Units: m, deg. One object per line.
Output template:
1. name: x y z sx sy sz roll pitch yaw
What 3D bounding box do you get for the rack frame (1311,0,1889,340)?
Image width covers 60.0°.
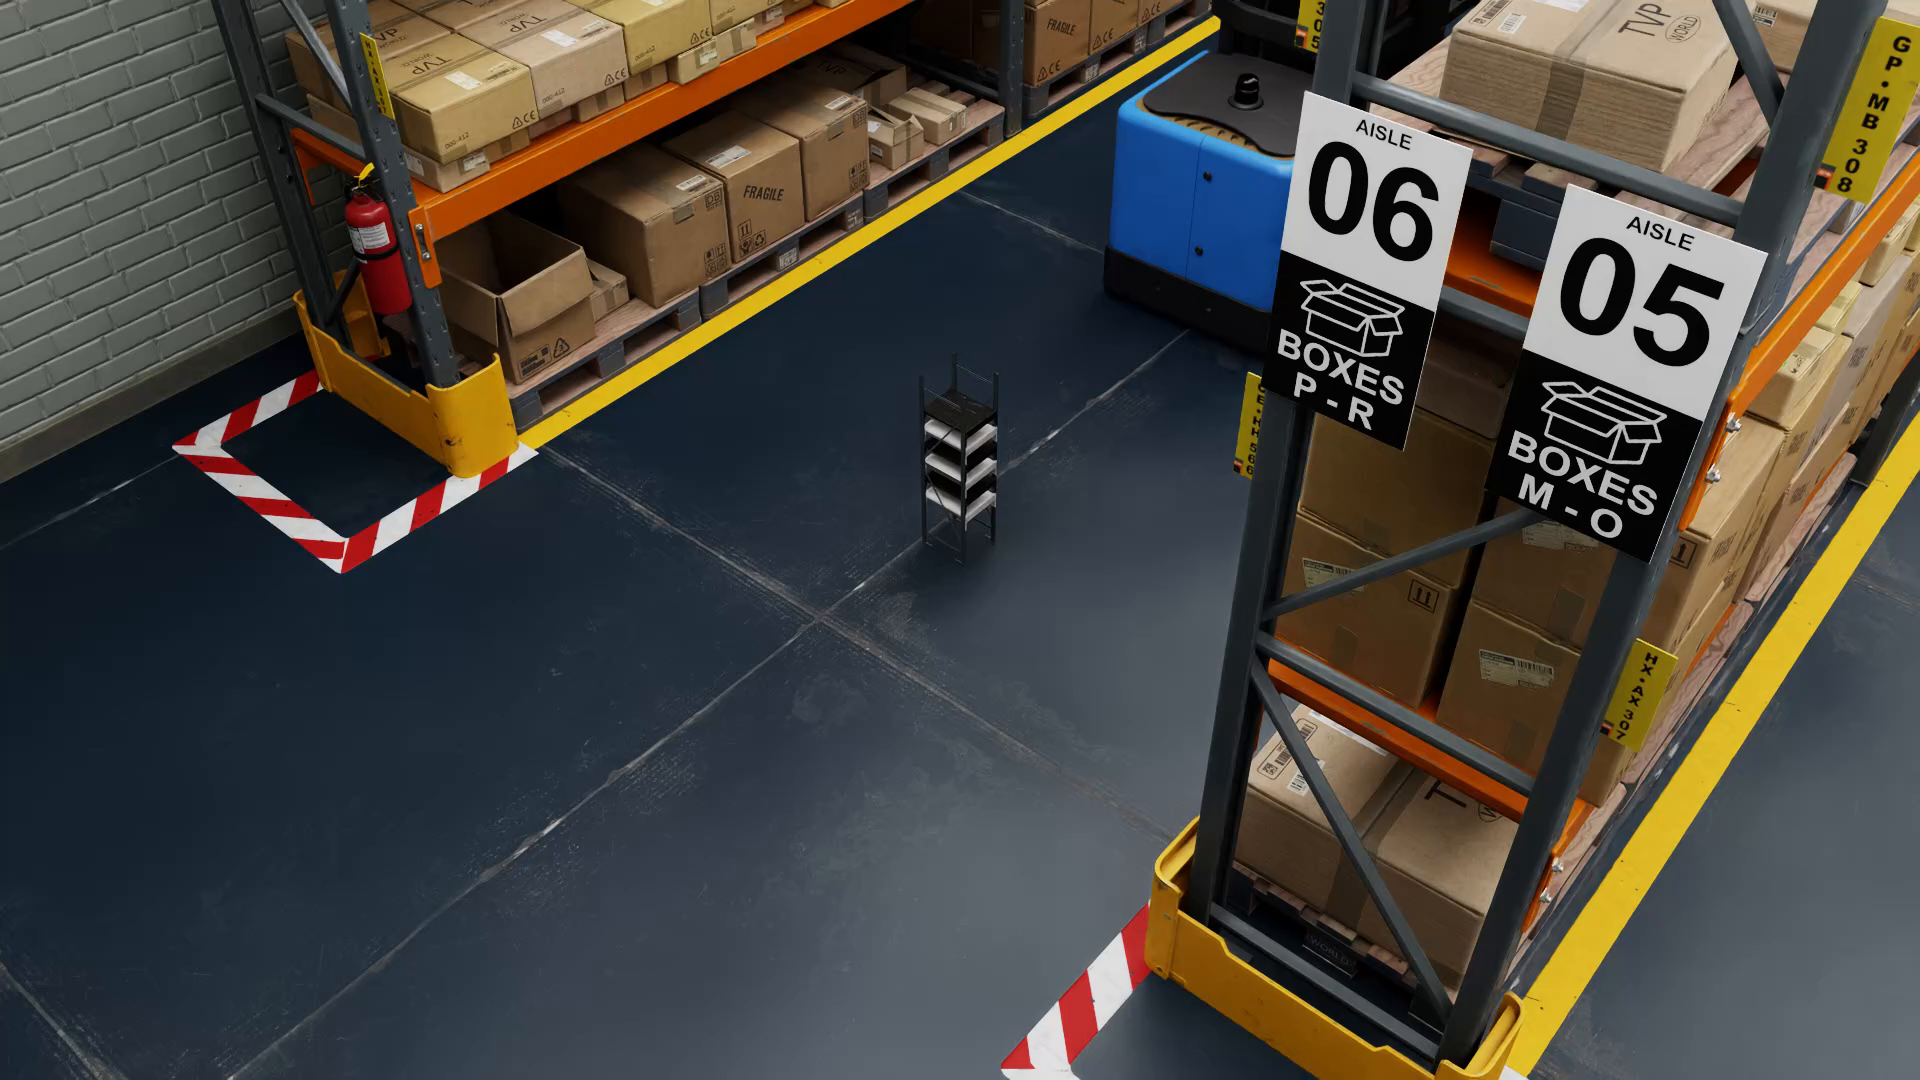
1. rack frame: 1.173 -1.745 2.481 1.000 3.000 0.127 29 50 28

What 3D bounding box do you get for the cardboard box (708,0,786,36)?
1. cardboard box: -1.169 -2.639 7.813 0.500 0.250 0.500 28 49 27

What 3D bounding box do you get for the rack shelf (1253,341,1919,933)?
1. rack shelf: 2.460 -0.289 5.873 1.077 0.370 4.000 29 50 28

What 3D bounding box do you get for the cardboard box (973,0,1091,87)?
1. cardboard box: 0.429 -3.115 9.992 0.500 0.500 0.500 32 51 30

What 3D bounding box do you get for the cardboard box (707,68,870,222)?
1. cardboard box: -0.914 -2.135 8.914 0.700 0.500 0.500 28 49 27

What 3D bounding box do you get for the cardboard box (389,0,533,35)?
1. cardboard box: -2.203 -2.344 7.489 0.500 0.250 0.500 30 50 29

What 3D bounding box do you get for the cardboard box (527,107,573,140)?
1. cardboard box: -1.936 -1.932 7.332 0.380 0.149 0.250 29 50 28

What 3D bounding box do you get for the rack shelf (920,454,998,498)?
1. rack shelf: -0.005 -0.304 6.965 0.258 0.077 0.200 29 50 28

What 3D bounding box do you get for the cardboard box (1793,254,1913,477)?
1. cardboard box: 2.353 -0.594 4.856 0.500 0.500 0.500 29 50 28

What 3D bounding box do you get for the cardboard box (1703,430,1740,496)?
1. cardboard box: 1.614 -0.236 3.980 0.380 0.149 0.250 31 50 29

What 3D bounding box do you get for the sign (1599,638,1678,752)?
1. sign: 1.594 0.368 3.913 0.100 0.325 0.005 29 50 28

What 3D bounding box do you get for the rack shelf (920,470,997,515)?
1. rack shelf: -0.005 -0.238 7.026 0.258 0.077 0.200 29 50 28

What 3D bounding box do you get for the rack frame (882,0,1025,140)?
1. rack frame: -0.054 -3.733 9.125 1.000 3.000 0.127 29 50 28

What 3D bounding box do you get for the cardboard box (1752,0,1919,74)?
1. cardboard box: 2.050 -1.196 3.906 0.380 0.149 0.250 31 51 30

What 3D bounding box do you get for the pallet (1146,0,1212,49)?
1. pallet: 1.225 -3.767 11.236 1.003 0.211 1.213 29 50 28

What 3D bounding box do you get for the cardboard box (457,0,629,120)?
1. cardboard box: -1.806 -2.104 7.225 0.500 0.250 0.500 30 50 29

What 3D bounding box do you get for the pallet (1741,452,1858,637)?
1. pallet: 3.198 -0.196 7.309 1.003 0.211 1.213 29 50 28

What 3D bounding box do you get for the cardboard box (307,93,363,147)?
1. cardboard box: -2.620 -1.867 7.260 0.380 0.149 0.250 29 50 28

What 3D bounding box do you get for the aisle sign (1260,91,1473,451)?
1. aisle sign: 0.890 -0.585 3.731 0.394 0.787 0.004 29 50 28

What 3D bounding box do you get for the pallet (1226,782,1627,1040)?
1. pallet: 1.628 1.060 5.927 1.003 0.211 1.213 29 50 28

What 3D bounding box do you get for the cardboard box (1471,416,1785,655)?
1. cardboard box: 1.700 -0.057 4.265 0.500 0.500 0.500 28 49 28

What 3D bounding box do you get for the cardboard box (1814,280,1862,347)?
1. cardboard box: 2.138 -0.629 4.412 0.380 0.149 0.250 28 49 27

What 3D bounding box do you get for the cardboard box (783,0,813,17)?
1. cardboard box: -0.950 -2.727 8.206 0.380 0.149 0.250 30 50 29

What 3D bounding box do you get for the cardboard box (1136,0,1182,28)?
1. cardboard box: 1.089 -3.648 10.579 0.500 0.500 0.500 28 49 27

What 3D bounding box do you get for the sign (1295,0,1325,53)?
1. sign: 0.767 -1.176 3.485 0.100 0.325 0.005 29 50 28

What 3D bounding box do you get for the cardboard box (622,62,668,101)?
1. cardboard box: -1.560 -2.175 7.599 0.380 0.149 0.250 30 50 29

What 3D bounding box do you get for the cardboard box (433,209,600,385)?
1. cardboard box: -2.162 -1.179 7.860 0.797 0.503 0.637 28 49 27

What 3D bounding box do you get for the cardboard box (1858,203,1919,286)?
1. cardboard box: 2.460 -0.897 4.707 0.380 0.149 0.250 30 50 29

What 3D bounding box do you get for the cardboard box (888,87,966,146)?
1. cardboard box: -0.188 -2.419 9.488 0.380 0.149 0.250 28 49 27

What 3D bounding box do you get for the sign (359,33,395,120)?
1. sign: -2.213 -1.758 6.311 0.100 0.325 0.005 29 50 28

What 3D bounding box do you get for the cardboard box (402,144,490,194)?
1. cardboard box: -2.207 -1.630 7.000 0.380 0.149 0.250 29 50 28

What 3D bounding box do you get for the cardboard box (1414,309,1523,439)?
1. cardboard box: 1.251 -0.444 4.209 0.380 0.149 0.250 30 50 29

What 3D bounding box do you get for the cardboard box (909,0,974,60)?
1. cardboard box: 0.036 -3.344 10.244 0.500 0.500 0.500 29 50 28

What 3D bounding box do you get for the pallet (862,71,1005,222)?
1. pallet: -0.497 -2.348 9.675 1.003 0.211 1.213 29 50 28

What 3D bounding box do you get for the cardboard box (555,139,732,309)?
1. cardboard box: -1.582 -1.601 8.327 0.700 0.500 0.500 32 51 30

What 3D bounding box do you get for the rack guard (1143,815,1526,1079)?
1. rack guard: 1.158 1.411 5.326 1.175 0.500 0.348 29 50 28

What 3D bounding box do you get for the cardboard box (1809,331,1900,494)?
1. cardboard box: 2.657 -0.477 5.471 0.500 0.500 0.500 31 51 30

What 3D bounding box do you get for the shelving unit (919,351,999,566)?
1. shelving unit: -0.005 -0.329 6.943 0.258 0.900 0.210 29 50 28

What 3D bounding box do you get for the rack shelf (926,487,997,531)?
1. rack shelf: -0.005 -0.171 7.086 0.258 0.077 0.200 29 50 28

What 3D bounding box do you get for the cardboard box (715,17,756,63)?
1. cardboard box: -1.186 -2.417 7.865 0.380 0.149 0.250 31 50 29

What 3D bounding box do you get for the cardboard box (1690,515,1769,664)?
1. cardboard box: 2.006 0.042 4.900 0.500 0.500 0.500 29 50 28

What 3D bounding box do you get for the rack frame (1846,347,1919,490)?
1. rack frame: 3.747 -1.585 6.764 1.000 3.000 0.127 29 50 28

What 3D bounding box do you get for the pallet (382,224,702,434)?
1. pallet: -2.067 -1.091 8.293 1.003 0.211 1.213 29 50 28

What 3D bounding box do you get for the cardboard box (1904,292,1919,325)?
1. cardboard box: 3.002 -1.106 5.419 0.500 0.500 0.500 30 50 29

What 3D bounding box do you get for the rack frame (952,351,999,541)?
1. rack frame: 0.060 -0.381 7.000 0.240 0.900 0.006 29 50 28

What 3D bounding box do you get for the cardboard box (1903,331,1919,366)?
1. cardboard box: 3.318 -1.006 6.052 0.500 0.500 0.500 28 49 28

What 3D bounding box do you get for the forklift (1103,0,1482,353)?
1. forklift: 2.054 -2.933 8.297 1.130 2.935 3.031 28 49 28
